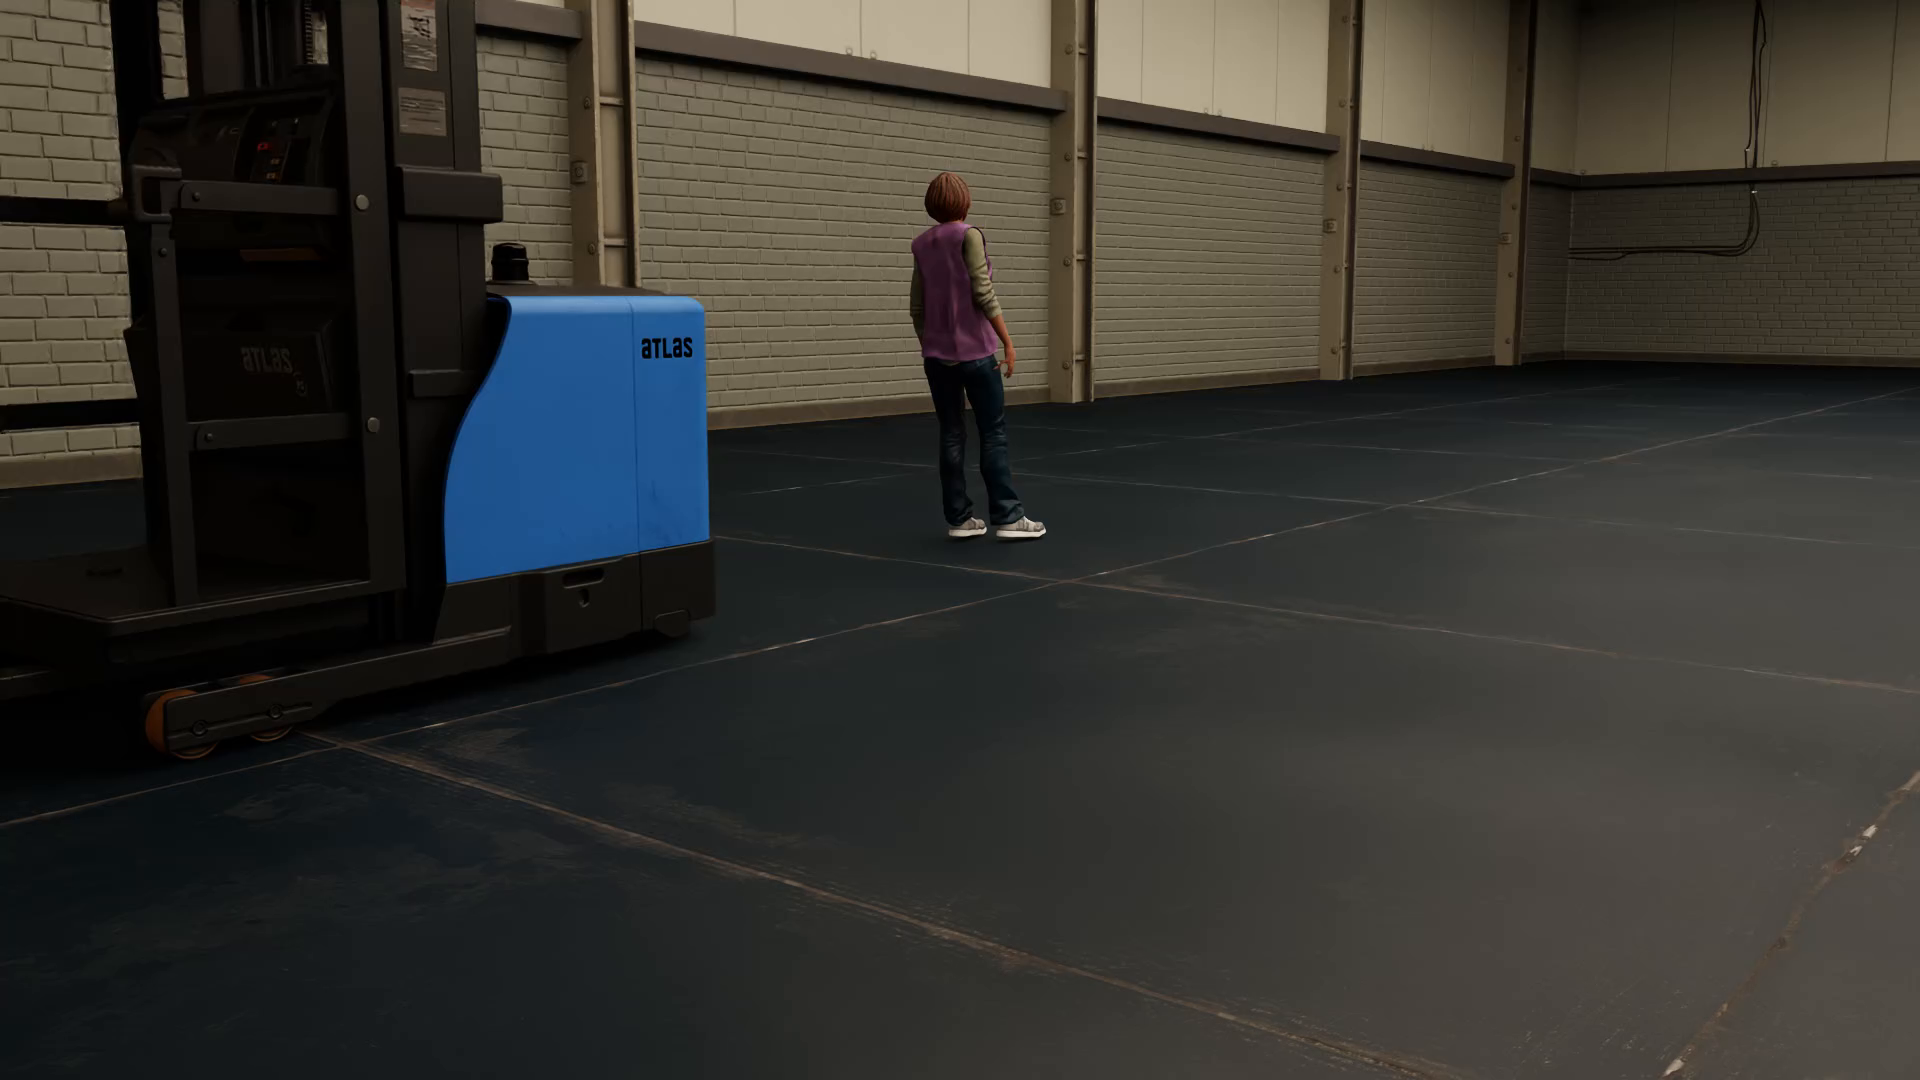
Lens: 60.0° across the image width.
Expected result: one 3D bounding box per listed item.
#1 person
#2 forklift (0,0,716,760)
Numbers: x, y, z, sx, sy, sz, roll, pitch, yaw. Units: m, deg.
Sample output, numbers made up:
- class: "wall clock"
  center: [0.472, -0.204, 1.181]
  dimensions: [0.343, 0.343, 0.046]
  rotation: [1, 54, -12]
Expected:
- class: "person"
  center: [0.057, -0.805, 7.336]
  dimensions: [0.520, 1.597, 0.476]
  rotation: [7, 11, 38]
- class: "forklift"
  center: [-2.054, -1.015, 4.218]
  dimensions: [1.130, 2.935, 3.031]
  rotation: [6, 10, 36]
